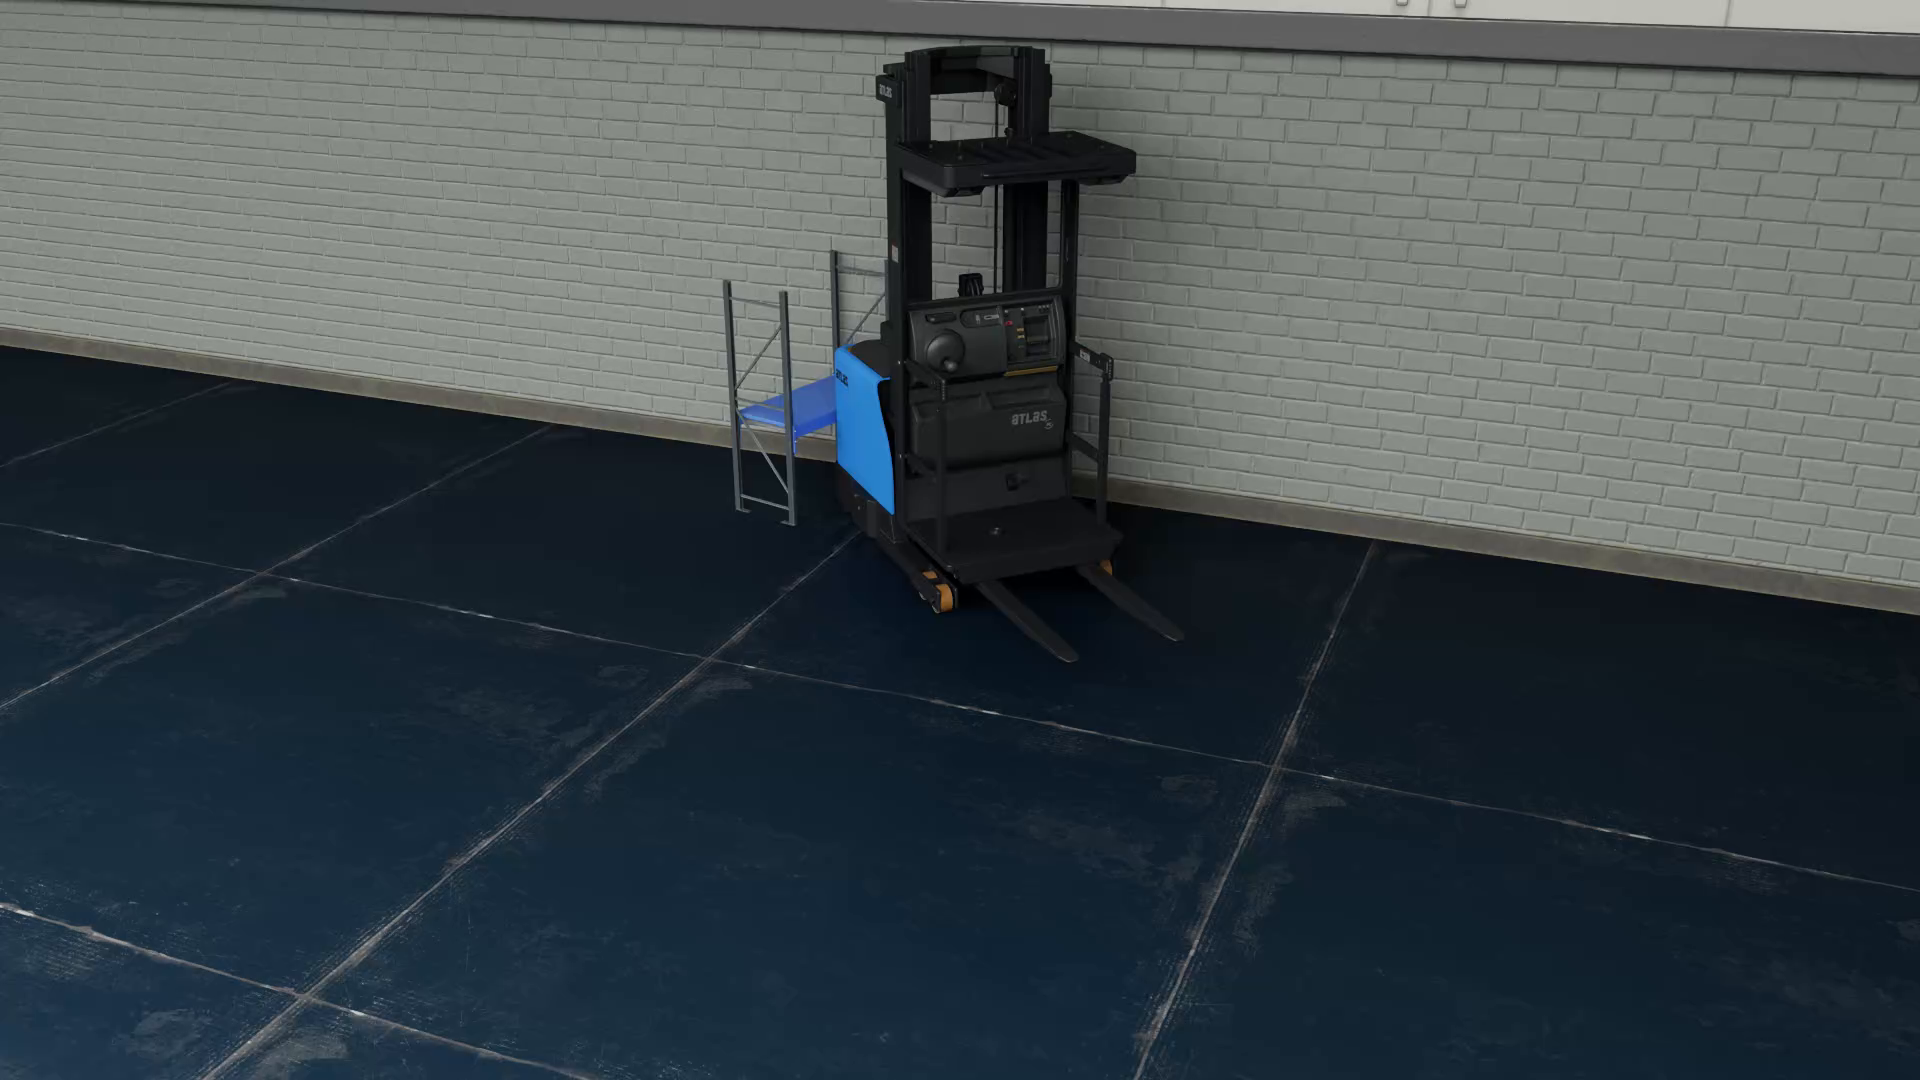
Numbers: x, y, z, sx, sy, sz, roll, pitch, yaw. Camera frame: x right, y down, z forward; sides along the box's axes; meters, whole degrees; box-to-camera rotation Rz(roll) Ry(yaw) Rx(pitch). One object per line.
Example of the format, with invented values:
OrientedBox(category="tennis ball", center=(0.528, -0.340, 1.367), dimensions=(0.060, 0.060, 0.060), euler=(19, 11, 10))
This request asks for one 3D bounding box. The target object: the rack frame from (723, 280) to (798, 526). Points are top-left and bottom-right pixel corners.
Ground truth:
OrientedBox(category="rack frame", center=(-1.236, -0.838, 10.308), dimensions=(0.500, 1.500, 0.032), euler=(15, 27, 33))

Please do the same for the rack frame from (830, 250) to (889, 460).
OrientedBox(category="rack frame", center=(-0.643, -1.156, 11.070), dimensions=(0.500, 1.500, 0.032), euler=(15, 27, 33))

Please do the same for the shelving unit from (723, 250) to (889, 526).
OrientedBox(category="shelving unit", center=(-0.939, -0.997, 10.689), dimensions=(0.538, 1.500, 1.048), euler=(15, 27, 33))

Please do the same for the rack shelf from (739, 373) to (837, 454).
OrientedBox(category="rack shelf", center=(-0.939, -0.831, 10.758), dimensions=(0.538, 0.185, 1.000), euler=(15, 27, 33))

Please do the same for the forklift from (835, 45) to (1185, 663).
OrientedBox(category="forklift", center=(0.247, -1.130, 9.152), dimensions=(1.130, 2.935, 3.031), euler=(-9, 24, -21))
